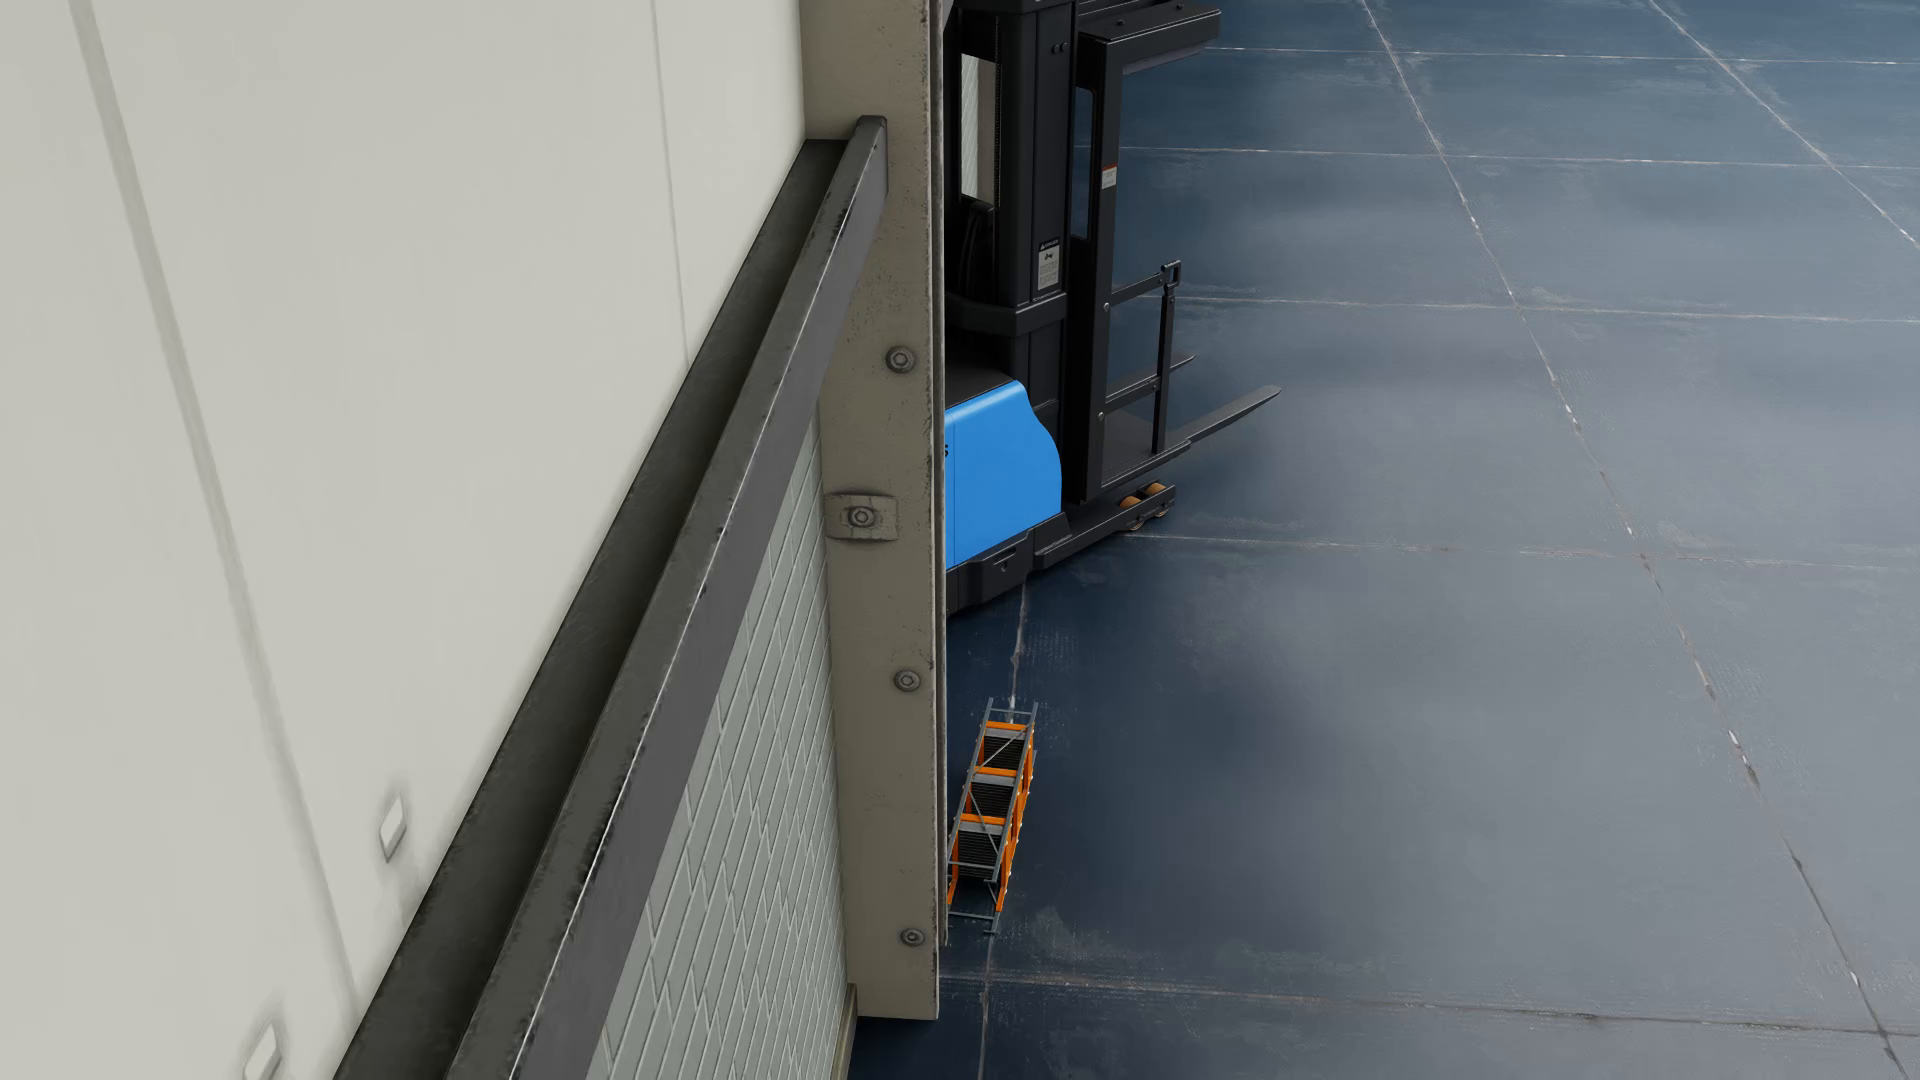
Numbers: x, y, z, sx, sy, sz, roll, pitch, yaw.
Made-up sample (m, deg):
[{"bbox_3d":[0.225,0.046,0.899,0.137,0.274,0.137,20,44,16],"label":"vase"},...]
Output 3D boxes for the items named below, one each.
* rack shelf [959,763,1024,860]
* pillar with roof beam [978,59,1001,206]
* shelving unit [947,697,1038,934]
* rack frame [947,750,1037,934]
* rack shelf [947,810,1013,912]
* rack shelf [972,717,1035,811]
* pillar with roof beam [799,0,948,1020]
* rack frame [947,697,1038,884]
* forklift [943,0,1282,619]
[{"bbox_3d":[0.120,1.030,6.333,0.215,0.240,0.259,5,32,9],"label":"rack shelf"},{"bbox_3d":[4.565,-5.273,8.228,9.100,9.000,0.400,2,32,4],"label":"pillar with roof beam"},{"bbox_3d":[0.122,1.024,6.342,0.215,0.252,1.050,5,32,9],"label":"shelving unit"},{"bbox_3d":[0.122,1.128,6.406,0.200,0.008,1.050,5,32,9],"label":"rack frame"},{"bbox_3d":[0.070,1.173,6.101,0.215,0.240,0.259,5,32,9],"label":"rack shelf"},{"bbox_3d":[0.172,0.883,6.571,0.215,0.240,0.259,5,32,9],"label":"rack shelf"},{"bbox_3d":[4.076,-2.135,3.137,9.100,9.000,0.400,2,32,4],"label":"pillar with roof beam"},{"bbox_3d":[0.122,0.920,6.278,0.200,0.008,1.050,5,32,9],"label":"rack frame"},{"bbox_3d":[0.452,-1.473,7.847,3.031,2.935,1.130,-27,40,-36],"label":"forklift"}]
